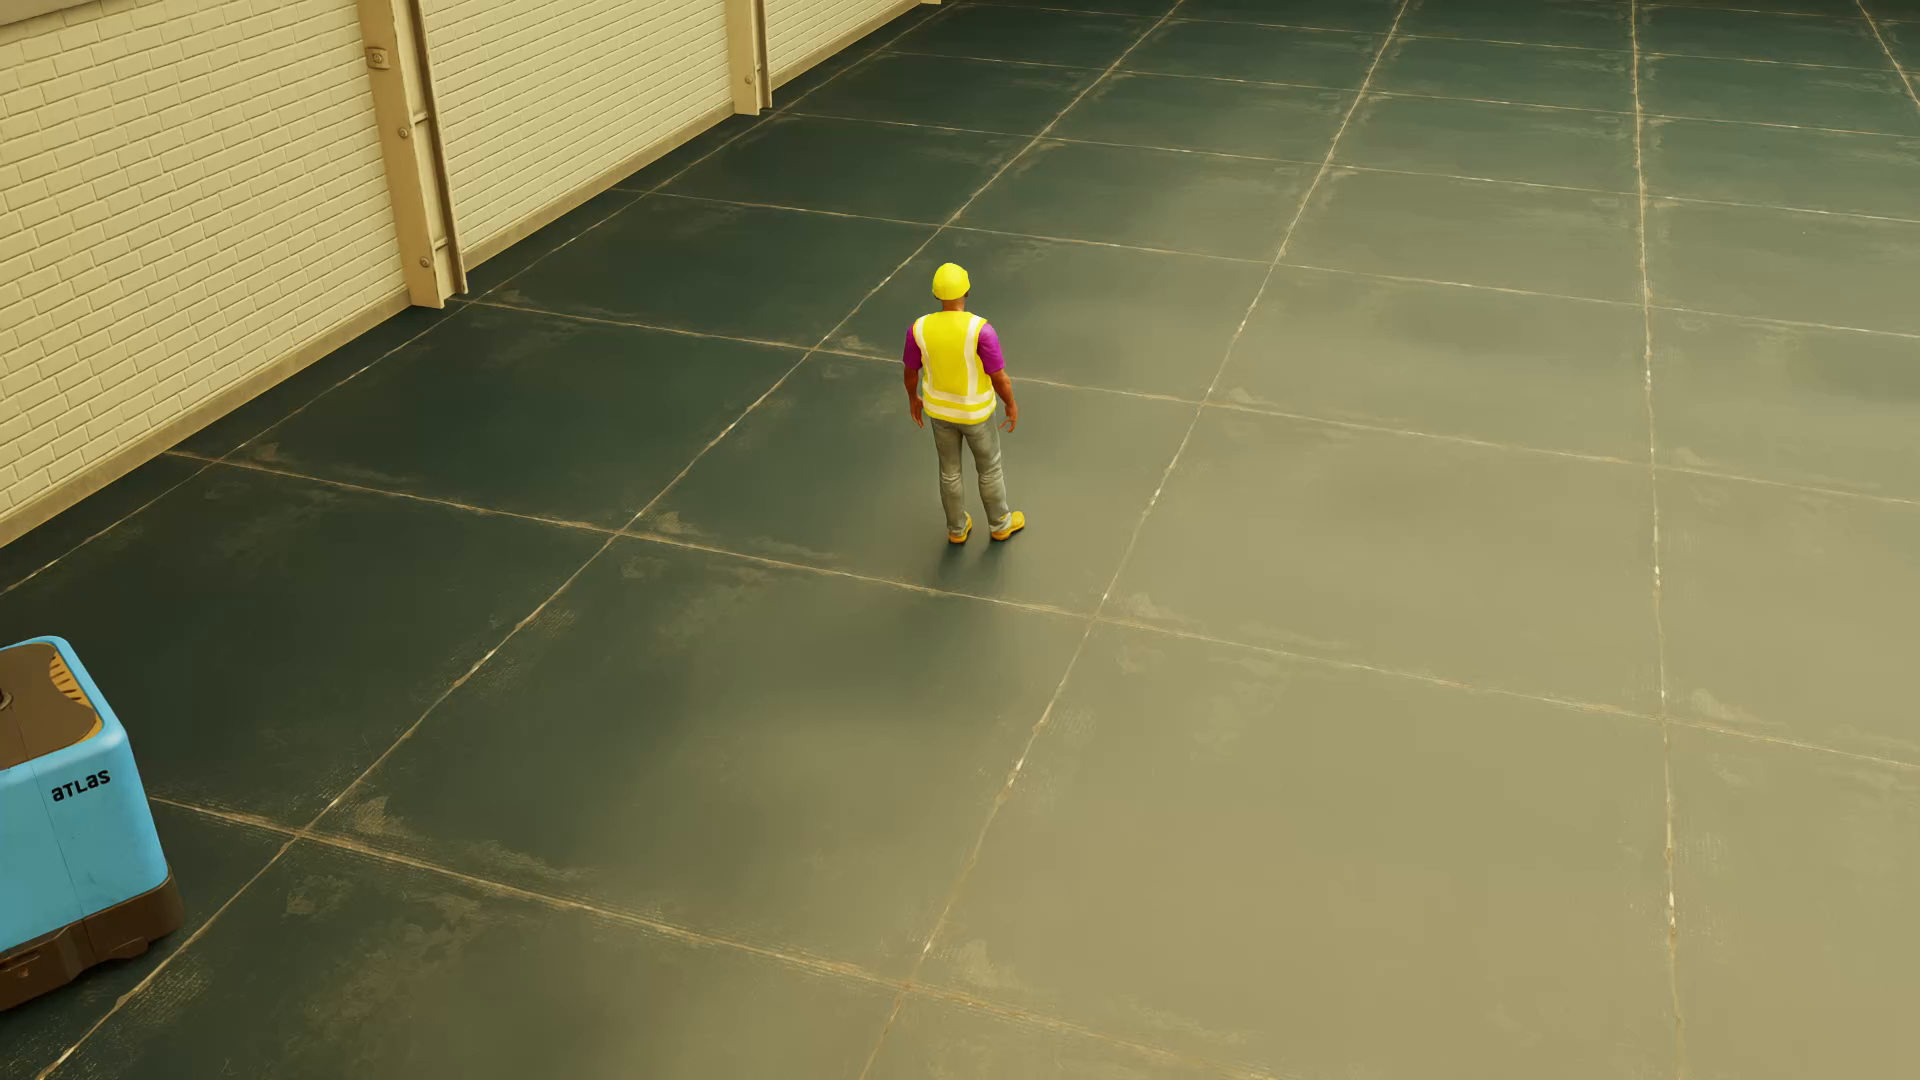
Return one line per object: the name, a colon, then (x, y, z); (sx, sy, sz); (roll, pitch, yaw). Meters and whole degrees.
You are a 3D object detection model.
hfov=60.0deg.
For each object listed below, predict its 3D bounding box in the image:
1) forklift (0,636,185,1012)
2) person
forklift: (-4.775, 0.700, 5.909); (3.031, 2.935, 1.130); (-22, 36, -34)
person: (0.028, -0.805, 9.710); (0.665, 1.765, 0.577); (10, 31, 16)
